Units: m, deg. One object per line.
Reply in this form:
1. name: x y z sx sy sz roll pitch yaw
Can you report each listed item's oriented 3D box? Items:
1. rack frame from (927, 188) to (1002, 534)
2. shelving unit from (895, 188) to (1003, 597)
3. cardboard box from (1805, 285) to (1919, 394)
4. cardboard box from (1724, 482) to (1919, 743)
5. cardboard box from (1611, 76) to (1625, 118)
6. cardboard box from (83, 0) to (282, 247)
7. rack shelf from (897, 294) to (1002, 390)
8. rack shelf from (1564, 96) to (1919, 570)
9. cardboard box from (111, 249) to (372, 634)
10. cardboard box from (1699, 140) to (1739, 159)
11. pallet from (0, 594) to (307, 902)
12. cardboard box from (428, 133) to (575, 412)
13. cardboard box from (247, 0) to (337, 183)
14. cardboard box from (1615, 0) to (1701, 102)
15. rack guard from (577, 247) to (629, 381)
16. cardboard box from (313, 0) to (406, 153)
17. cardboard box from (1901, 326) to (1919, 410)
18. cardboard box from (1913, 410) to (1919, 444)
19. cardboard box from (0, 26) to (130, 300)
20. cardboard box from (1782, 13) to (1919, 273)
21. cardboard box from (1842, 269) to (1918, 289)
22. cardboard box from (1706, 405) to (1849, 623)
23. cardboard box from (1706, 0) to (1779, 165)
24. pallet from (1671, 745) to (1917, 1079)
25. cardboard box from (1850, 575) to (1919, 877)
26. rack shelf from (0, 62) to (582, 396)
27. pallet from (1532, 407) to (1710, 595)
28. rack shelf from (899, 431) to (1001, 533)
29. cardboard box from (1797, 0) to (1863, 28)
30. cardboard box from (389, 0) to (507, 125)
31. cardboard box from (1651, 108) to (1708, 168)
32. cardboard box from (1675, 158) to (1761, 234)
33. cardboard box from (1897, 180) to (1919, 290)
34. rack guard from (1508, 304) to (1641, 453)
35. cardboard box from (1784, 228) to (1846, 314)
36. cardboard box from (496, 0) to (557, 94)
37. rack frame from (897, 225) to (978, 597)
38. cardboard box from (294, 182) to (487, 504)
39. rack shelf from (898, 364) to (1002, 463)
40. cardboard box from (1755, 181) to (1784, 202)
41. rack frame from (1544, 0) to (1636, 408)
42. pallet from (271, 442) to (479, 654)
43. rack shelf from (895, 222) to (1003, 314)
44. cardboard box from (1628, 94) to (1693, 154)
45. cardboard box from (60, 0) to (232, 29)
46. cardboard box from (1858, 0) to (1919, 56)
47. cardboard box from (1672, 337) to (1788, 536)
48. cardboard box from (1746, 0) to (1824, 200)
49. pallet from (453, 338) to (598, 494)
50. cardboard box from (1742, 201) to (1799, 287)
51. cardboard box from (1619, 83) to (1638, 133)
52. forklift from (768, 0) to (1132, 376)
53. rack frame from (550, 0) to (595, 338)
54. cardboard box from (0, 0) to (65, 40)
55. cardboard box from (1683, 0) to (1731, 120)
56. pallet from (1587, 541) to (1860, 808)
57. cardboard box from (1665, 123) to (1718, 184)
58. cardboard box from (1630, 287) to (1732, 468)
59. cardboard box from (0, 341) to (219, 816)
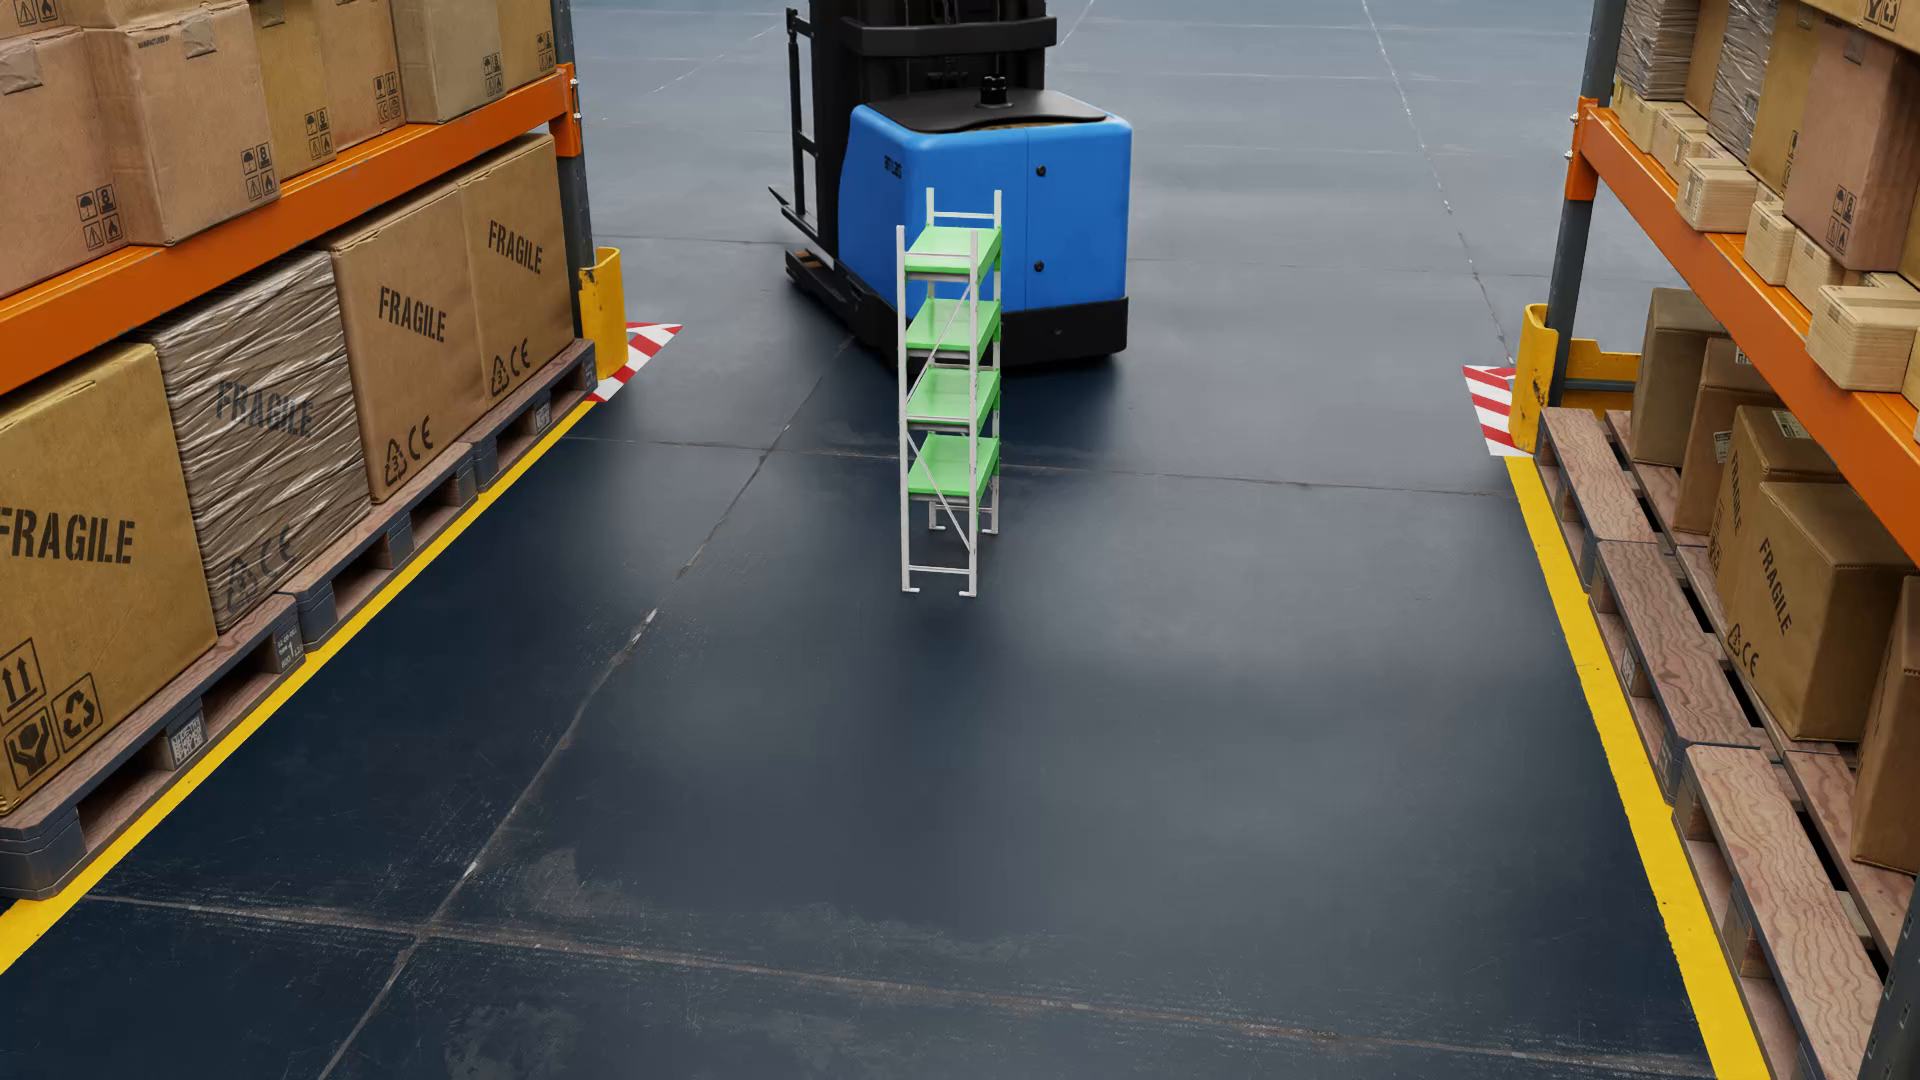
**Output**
1. rack frame: 0.013 -0.576 5.566 0.240 1.200 0.015 4 25 9
2. shelving unit: -0.027 -0.474 5.348 0.258 1.200 0.503 4 25 9
3. cardboard box: 1.961 -0.403 3.368 0.380 0.149 0.250 4 25 9
4. cardboard box: 2.350 0.183 4.274 0.500 0.500 0.500 2 25 4
5. cardboard box: 2.507 -1.546 5.811 0.380 0.149 0.250 4 25 9
6. cardboard box: -2.421 -1.148 4.487 0.875 0.550 0.550 4 25 9
7. rack shelf: -0.027 -0.634 5.273 0.258 0.148 0.480 4 25 9
8. rack shelf: 2.462 -0.600 4.342 1.077 0.370 4.000 4 25 9
9. cardboard box: -2.427 -0.339 4.946 0.875 0.875 0.875 4 25 9
10. cardboard box: 2.309 -1.023 4.693 0.380 0.149 0.250 4 25 9
11. pallet: -2.540 0.475 4.486 1.003 0.211 1.213 4 25 9
12. cardboard box: -2.134 -1.088 6.547 0.875 0.875 0.875 4 25 9
13. cardboard box: -2.434 -1.376 4.975 0.875 0.550 0.500 4 25 9
14. cardboard box: 2.672 -1.714 5.405 0.875 0.500 0.500 4 25 9
15. rack guard: -2.084 -1.026 7.353 1.175 0.500 0.348 4 25 9
16. cardboard box: -2.388 -1.601 5.455 0.875 0.550 0.550 4 25 9
17. cardboard box: 2.030 -0.290 3.128 0.380 0.149 0.250 4 25 9
18. cardboard box: 1.930 -0.190 2.914 0.380 0.149 0.250 4 25 9
19. cardboard box: -2.626 -0.930 4.022 0.875 0.550 0.550 4 25 9
20. cardboard box: 2.368 -0.876 3.615 0.875 0.500 0.500 4 25 9
21. cardboard box: 2.132 -0.498 3.572 0.380 0.149 0.250 4 25 9
22. cardboard box: 2.485 -0.048 4.766 0.500 0.500 0.500 6 26 13
23. cardboard box: 2.584 -1.291 4.500 0.875 0.500 0.500 4 25 9
24. pallet: 2.210 0.890 3.599 1.003 0.211 1.213 4 25 9
25. cardboard box: 2.326 0.448 3.708 0.500 0.500 0.500 13 28 25
26. rack shelf: -2.415 -0.986 5.167 1.077 0.370 4.000 4 25 9
27. pallet: 2.609 -0.130 5.779 1.003 0.211 1.213 4 25 9
28. rack shelf: -0.027 -0.199 5.477 0.258 0.148 0.480 4 25 9
29. cardboard box: 2.100 -1.348 3.443 0.500 0.500 0.500 4 25 9
30. cardboard box: -2.172 -1.826 5.937 0.875 0.550 0.550 4 25 9
31. cardboard box: 2.371 -1.233 5.143 0.380 0.149 0.250 4 25 9
32. cardboard box: 2.166 -0.925 4.485 0.380 0.149 0.250 4 25 9
33. cardboard box: 2.386 -0.660 3.153 0.875 0.500 0.500 4 25 9
34. rack guard: 2.776 -0.598 6.439 1.175 0.500 0.348 4 25 9
35. cardboard box: 2.133 -0.605 3.801 0.380 0.149 0.250 4 25 9
36. cardboard box: -2.104 -2.058 6.431 0.875 0.550 0.550 4 25 9
37. rack frame: -0.067 -0.372 5.130 0.240 1.200 0.015 4 25 9
38. cardboard box: -2.276 -0.720 5.760 0.875 0.875 0.875 4 25 8
39. rack shelf: -0.027 -0.416 5.375 0.258 0.148 0.480 4 25 9
40. cardboard box: 2.256 -0.812 4.242 0.380 0.149 0.250 4 25 9
41. rack frame: 2.789 -1.762 5.977 1.000 3.000 0.127 4 25 9
42. pallet: -2.343 -0.037 5.580 1.003 0.211 1.213 4 25 9
43. rack shelf: -0.027 -0.851 5.171 0.258 0.148 0.480 4 25 9
44. cardboard box: 2.391 -1.339 5.369 0.380 0.149 0.250 4 25 9
45. cardboard box: -2.449 -1.639 4.262 0.875 0.550 0.550 4 25 9
46. cardboard box: 2.017 -1.139 2.996 0.500 0.500 0.500 4 25 9
47. cardboard box: 2.606 -0.308 5.323 0.500 0.500 0.500 11 27 22
48. cardboard box: 2.491 -1.082 4.055 0.875 0.500 0.500 4 25 9
49. pallet: -2.142 -0.545 6.666 1.003 0.211 1.213 4 25 9
50. cardboard box: 2.140 -0.712 4.030 0.380 0.149 0.250 4 25 9
51. cardboard box: 2.447 -1.443 5.590 0.380 0.149 0.250 4 25 9
52. forklift: -0.252 -2.624 7.899 1.130 2.935 3.031 -9 27 -19
53. rack frame: -2.088 -2.148 6.801 1.000 3.000 0.127 4 25 9
54. cardboard box: -2.673 -1.422 3.800 0.875 0.550 0.550 4 25 9
55. cardboard box: 2.708 -1.497 4.941 0.875 0.500 0.500 4 25 9
56. pallet: 2.407 0.378 4.692 1.003 0.211 1.213 4 25 9
57. cardboard box: 2.323 -1.129 4.920 0.380 0.149 0.250 4 25 9
58. cardboard box: 2.670 -0.560 5.862 0.500 0.500 0.500 9 27 18
59. cardboard box: -2.570 0.039 4.140 0.875 0.875 0.875 4 25 9
